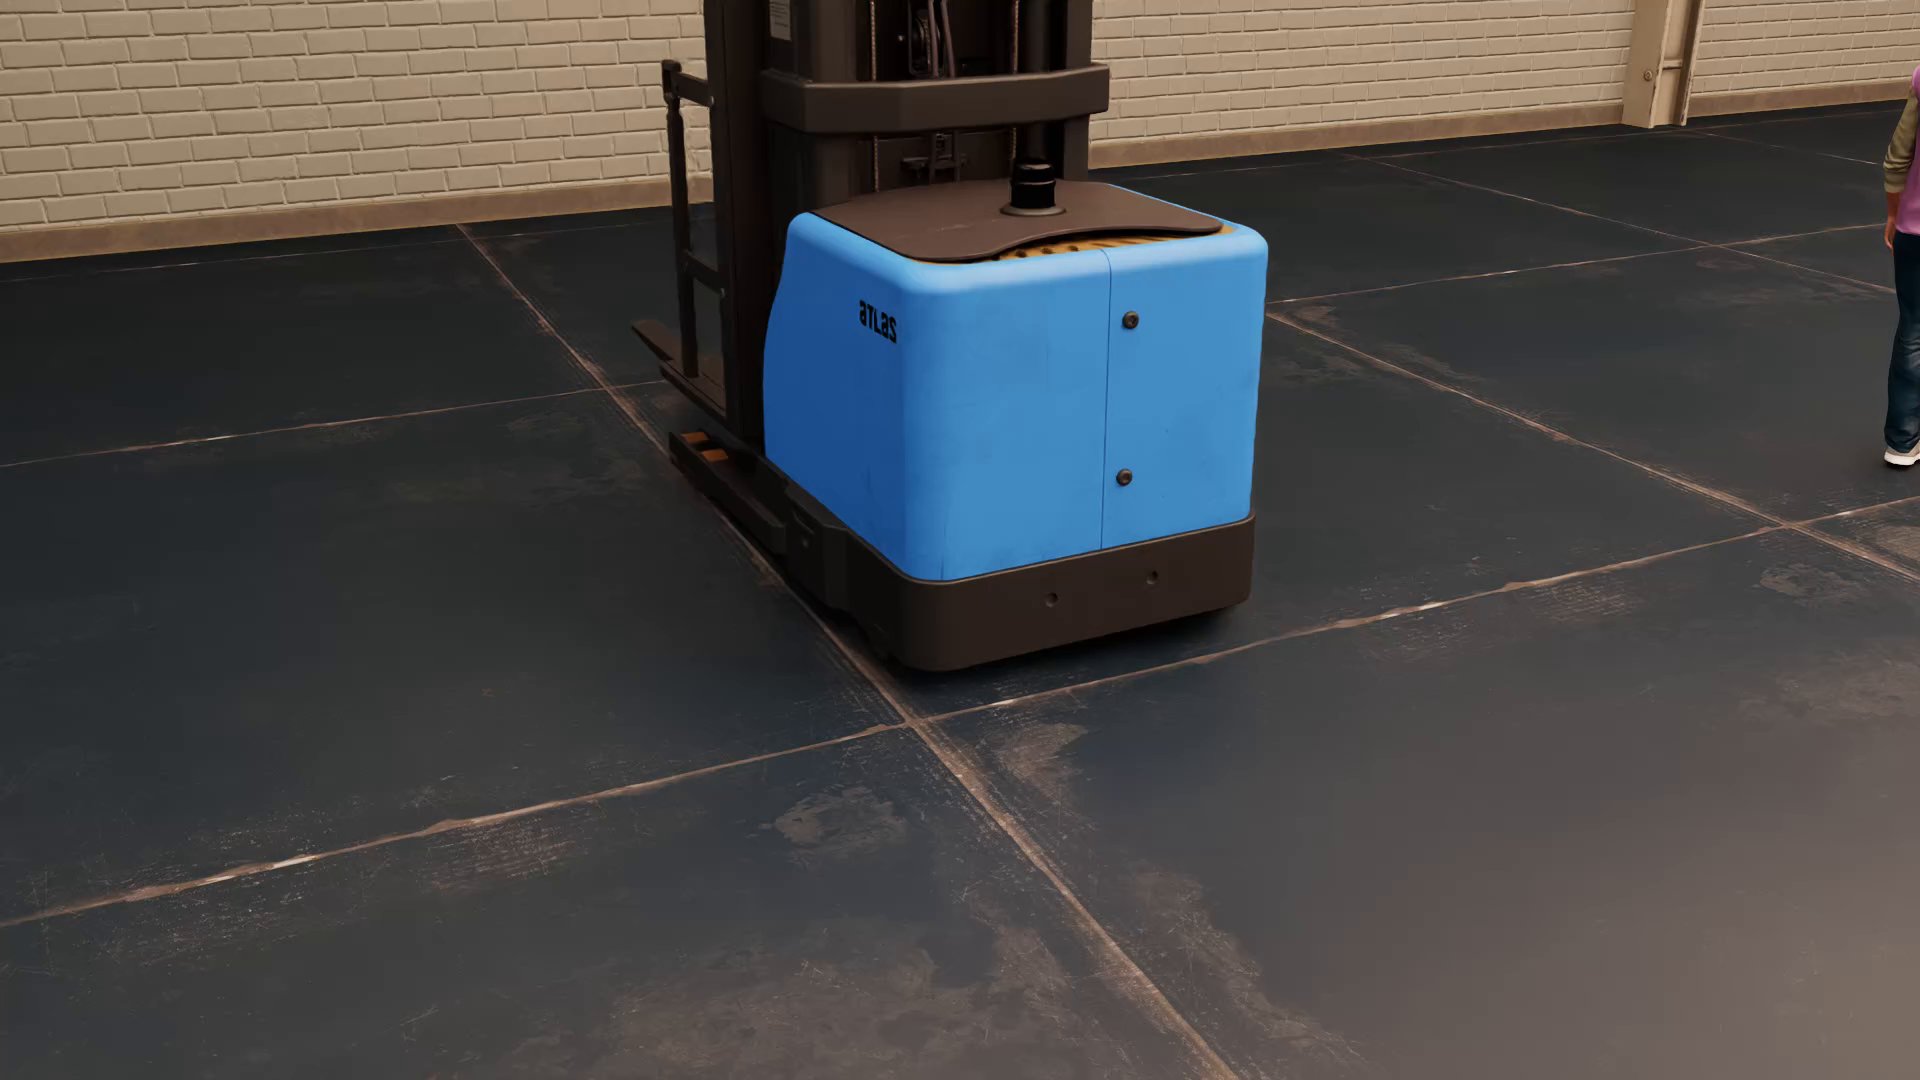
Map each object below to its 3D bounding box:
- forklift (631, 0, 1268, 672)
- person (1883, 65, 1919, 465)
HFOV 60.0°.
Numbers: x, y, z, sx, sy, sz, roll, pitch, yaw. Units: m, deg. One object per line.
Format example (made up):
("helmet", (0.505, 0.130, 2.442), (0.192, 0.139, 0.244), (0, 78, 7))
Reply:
("forklift", (-0.322, -1.554, 5.027), (1.130, 2.935, 3.031), (-11, 25, -25))
("person", (3.294, -1.008, 5.431), (0.475, 1.597, 0.520), (-14, 26, -30))
